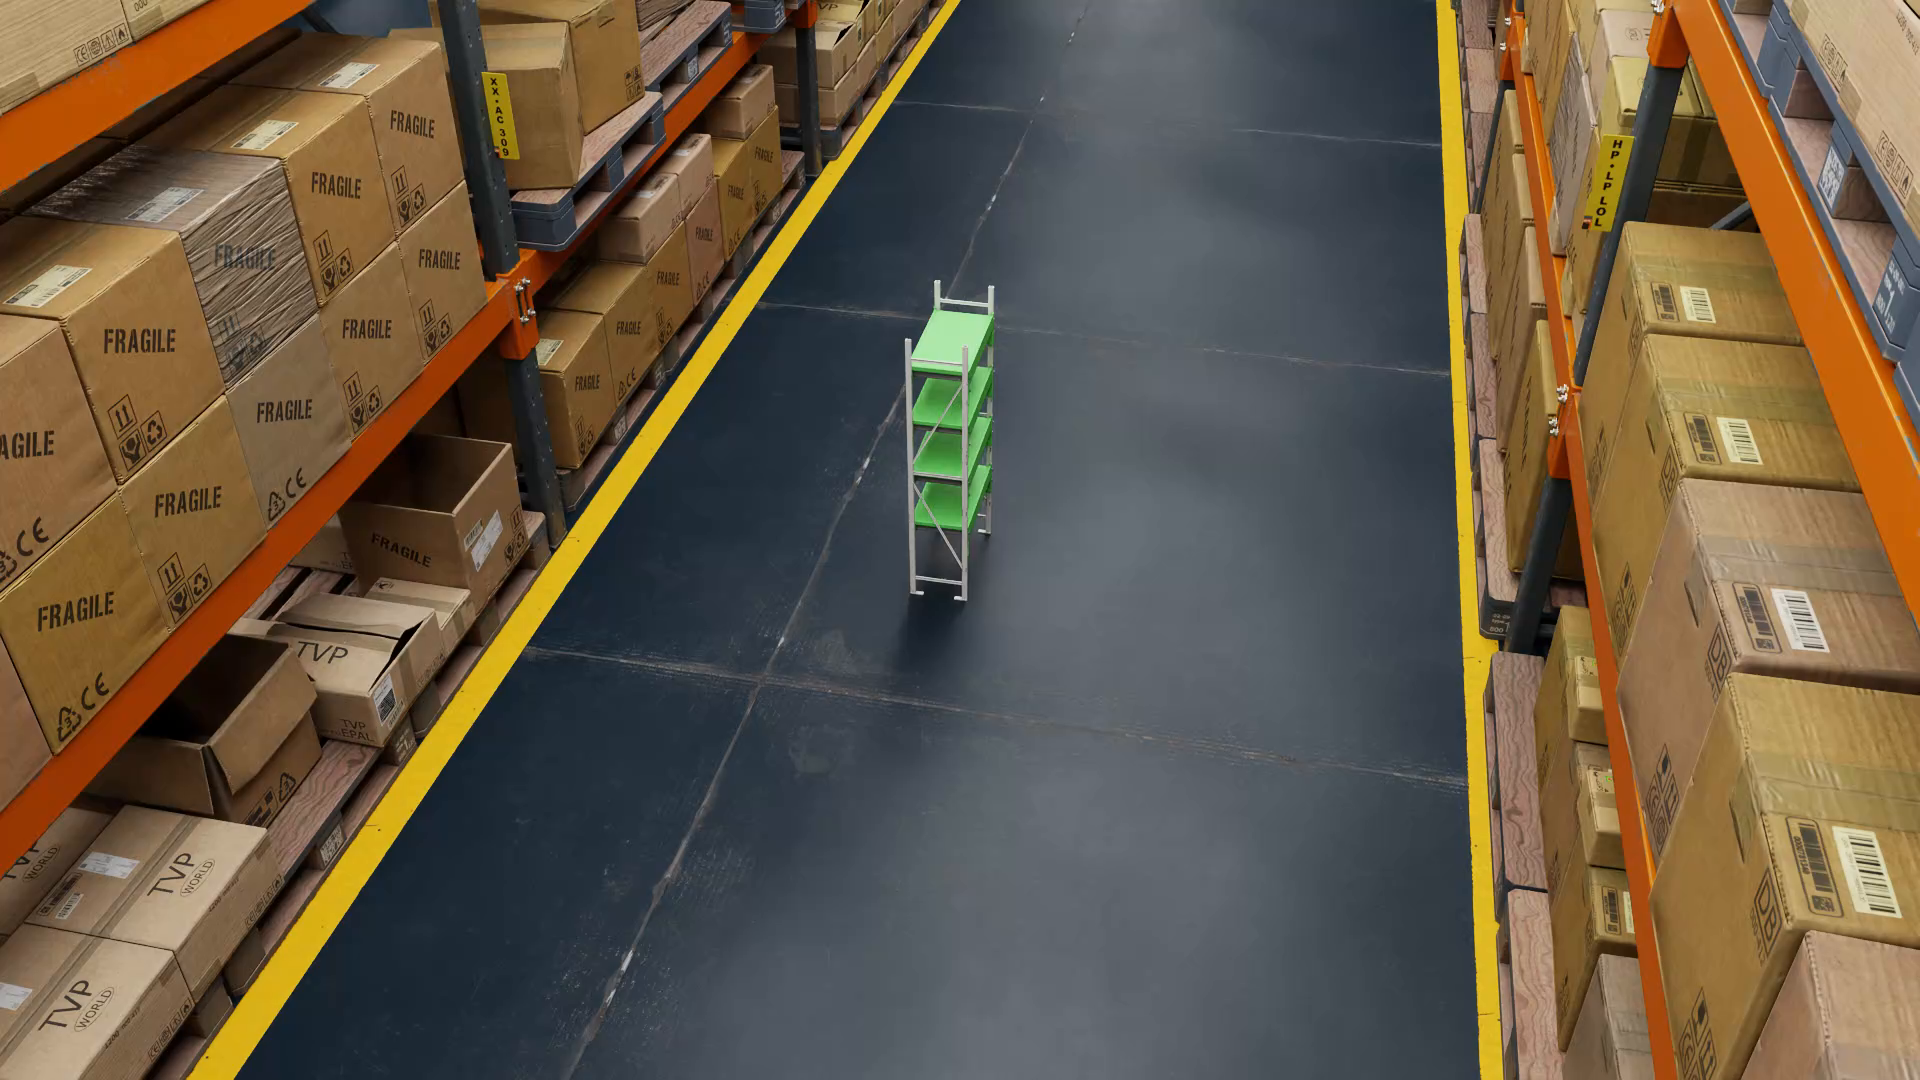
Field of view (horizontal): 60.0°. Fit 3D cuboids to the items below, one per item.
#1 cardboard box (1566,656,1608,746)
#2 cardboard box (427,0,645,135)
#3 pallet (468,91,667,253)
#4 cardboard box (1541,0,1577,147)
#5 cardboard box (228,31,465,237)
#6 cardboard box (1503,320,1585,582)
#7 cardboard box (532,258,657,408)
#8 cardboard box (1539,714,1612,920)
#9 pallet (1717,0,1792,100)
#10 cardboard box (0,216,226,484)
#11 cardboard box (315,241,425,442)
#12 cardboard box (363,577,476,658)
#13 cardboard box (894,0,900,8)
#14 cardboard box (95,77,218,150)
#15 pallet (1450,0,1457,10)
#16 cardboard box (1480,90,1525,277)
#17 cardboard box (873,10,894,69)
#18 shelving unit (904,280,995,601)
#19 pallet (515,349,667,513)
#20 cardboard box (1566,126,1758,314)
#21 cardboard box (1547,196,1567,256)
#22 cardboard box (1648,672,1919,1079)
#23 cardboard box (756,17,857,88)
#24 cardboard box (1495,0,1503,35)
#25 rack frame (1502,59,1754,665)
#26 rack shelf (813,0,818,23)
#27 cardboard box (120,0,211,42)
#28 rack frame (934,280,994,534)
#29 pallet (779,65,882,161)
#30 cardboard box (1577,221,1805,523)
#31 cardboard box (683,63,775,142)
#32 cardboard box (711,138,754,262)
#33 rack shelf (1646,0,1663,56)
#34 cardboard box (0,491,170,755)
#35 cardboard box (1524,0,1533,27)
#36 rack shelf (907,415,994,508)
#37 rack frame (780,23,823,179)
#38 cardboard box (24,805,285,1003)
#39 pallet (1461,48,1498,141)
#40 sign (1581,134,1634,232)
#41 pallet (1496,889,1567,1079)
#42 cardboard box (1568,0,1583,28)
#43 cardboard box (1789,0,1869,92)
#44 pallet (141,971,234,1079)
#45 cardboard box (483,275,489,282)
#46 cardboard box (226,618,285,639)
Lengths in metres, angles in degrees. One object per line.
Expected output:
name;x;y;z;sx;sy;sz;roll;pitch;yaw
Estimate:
cardboard box;2.110;0.521;5.194;0.380;0.149;0.250;8;37;12
cardboard box;-1.814;-2.123;7.180;0.700;0.500;0.500;13;38;17
pallet;-1.942;-1.633;7.111;1.003;0.211;1.213;7;37;10
cardboard box;2.790;-1.981;7.071;0.500;0.500;0.500;8;37;11
cardboard box;-2.074;-1.389;5.674;0.500;0.500;0.500;7;37;10
cardboard box;2.633;-0.336;6.632;0.750;0.750;0.750;8;37;11
cardboard box;-1.775;-0.986;7.810;0.500;0.500;0.500;8;37;11
cardboard box;2.251;0.898;5.227;0.700;0.500;0.500;7;37;9
pallet;2.436;-1.359;4.088;1.003;0.211;1.213;7;37;10
cardboard box;-2.398;-0.518;4.472;0.500;0.500;0.500;7;37;10
cardboard box;-2.184;-0.693;5.564;0.500;0.500;0.500;8;37;11
cardboard box;-2.085;0.294;6.342;0.380;0.149;0.250;7;37;10
cardboard box;-0.642;-3.996;11.715;0.500;0.311;0.500;7;36;9
cardboard box;-2.704;-1.181;5.386;0.500;0.500;0.500;6;36;9
pallet;4.439;-4.495;13.271;1.003;0.211;1.213;7;37;10
cardboard box;3.190;-1.835;8.700;0.750;0.750;0.750;7;36;9
cardboard box;-0.754;-3.467;11.463;0.500;0.250;0.500;6;36;9
shelving unit;-0.035;-0.391;6.767;0.258;1.200;0.503;7;37;10
pallet;-2.082;-0.608;7.910;1.003;0.211;1.213;7;37;10
cardboard box;2.473;-1.113;5.874;0.500;0.500;0.500;7;36;9
cardboard box;2.546;-1.233;6.592;0.380;0.149;0.250;7;37;10
cardboard box;2.010;0.812;3.318;0.980;0.700;0.700;7;37;10
cardboard box;-0.966;-3.107;10.488;0.500;0.311;0.500;9;37;12
cardboard box;4.128;-3.674;11.518;0.700;0.500;0.500;7;36;9
rack frame;2.621;-0.648;5.588;1.000;3.000;0.127;7;37;10
rack shelf;-0.938;-4.415;11.399;1.077;0.370;4.000;7;37;10
cardboard box;-2.279;-1.535;4.384;0.500;0.250;0.500;7;37;10
rack frame;0.017;-0.531;6.960;0.240;1.200;0.015;7;37;10
pallet;-1.151;-2.898;11.068;1.003;0.211;1.213;7;37;10
cardboard box;2.489;-0.460;5.073;0.980;0.700;0.700;8;37;11
cardboard box;-1.343;-2.431;9.164;0.500;0.250;0.500;9;37;12
cardboard box;-1.446;-1.863;9.020;0.500;0.500;0.500;6;36;8
rack shelf;3.048;-2.718;6.501;1.077;0.370;4.000;7;37;10
cardboard box;-2.506;0.181;4.359;0.500;0.500;0.500;7;37;10
cardboard box;3.122;-2.864;8.289;0.500;0.500;0.500;8;37;11
rack shelf;-0.035;-0.339;6.804;0.258;0.148;0.480;7;37;10
rack frame;-1.365;-3.560;9.605;1.000;3.000;0.127;7;37;10
cardboard box;-2.467;1.112;5.127;0.500;0.250;0.500;7;37;10
pallet;3.907;-2.957;11.150;1.003;0.211;1.213;7;37;10
sign;2.089;-1.147;5.357;0.100;0.325;0.005;7;37;10
pallet;2.124;1.609;4.850;1.003;0.211;1.213;7;37;10
cardboard box;2.807;-2.297;6.868;0.500;0.250;0.500;7;36;9
cardboard box;1.991;-1.064;3.290;0.500;0.250;0.500;6;36;9
pallet;-2.888;1.655;4.787;1.003;0.211;1.213;7;37;10
cardboard box;-2.280;-1.034;7.875;0.500;0.500;0.500;7;37;10
cardboard box;-2.695;0.413;6.163;0.380;0.166;0.250;7;37;10
